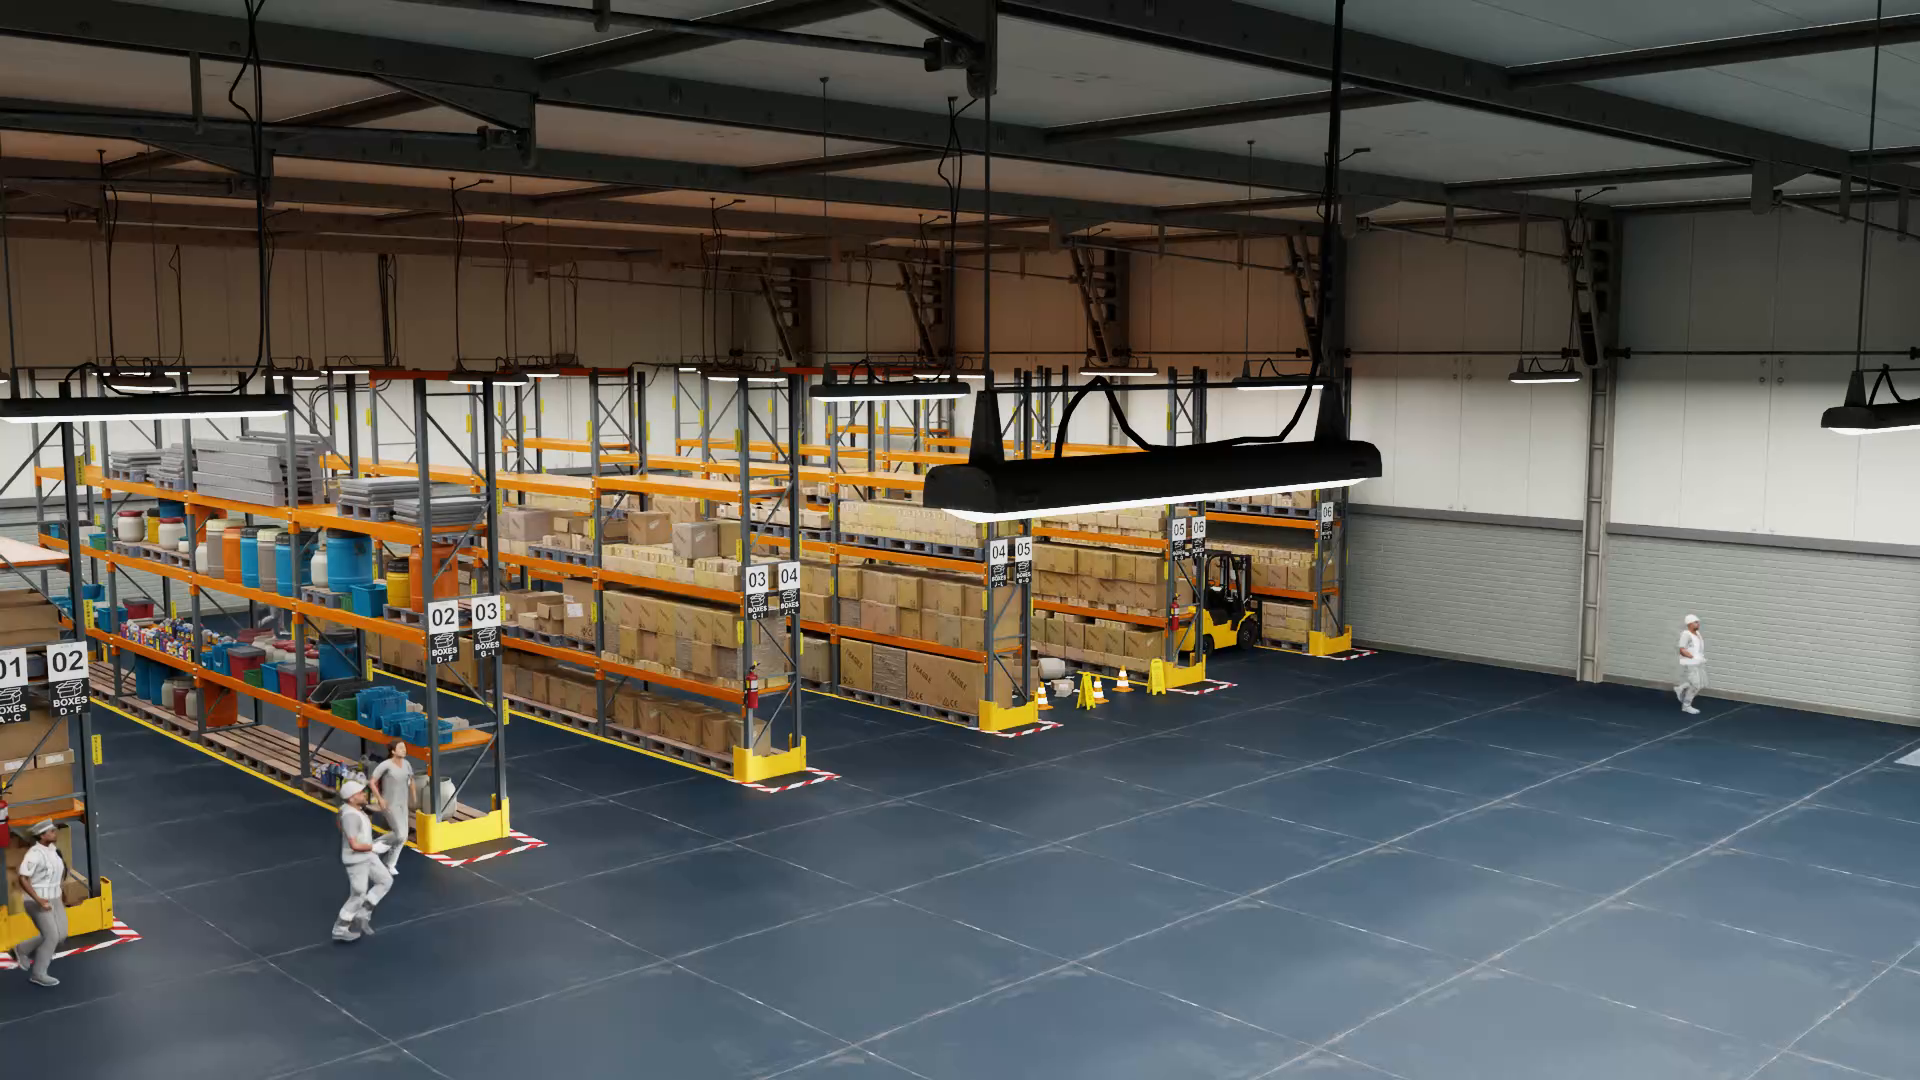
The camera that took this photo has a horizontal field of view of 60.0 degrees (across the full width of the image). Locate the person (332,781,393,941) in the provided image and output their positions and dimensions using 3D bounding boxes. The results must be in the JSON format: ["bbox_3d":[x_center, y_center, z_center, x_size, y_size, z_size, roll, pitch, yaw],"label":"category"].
[{"bbox_3d":[-6.453,3.438,17.923,0.656,1.751,0.673,-2,7,-14],"label":"person"}]

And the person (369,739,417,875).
[{"bbox_3d":[-6.912,3.253,20.375,0.542,1.653,0.574,3,7,25],"label":"person"}]

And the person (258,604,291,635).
[{"bbox_3d":[-15.316,1.392,37.058,0.770,1.558,0.580,-3,7,-27],"label":"person"}]

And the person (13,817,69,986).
[{"bbox_3d":[-9.314,3.640,16.855,0.507,1.642,0.618,0,6,-2],"label":"person"}]

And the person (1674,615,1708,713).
[{"bbox_3d":[12.884,2.177,29.247,0.546,1.736,0.685,6,9,43],"label":"person"}]
